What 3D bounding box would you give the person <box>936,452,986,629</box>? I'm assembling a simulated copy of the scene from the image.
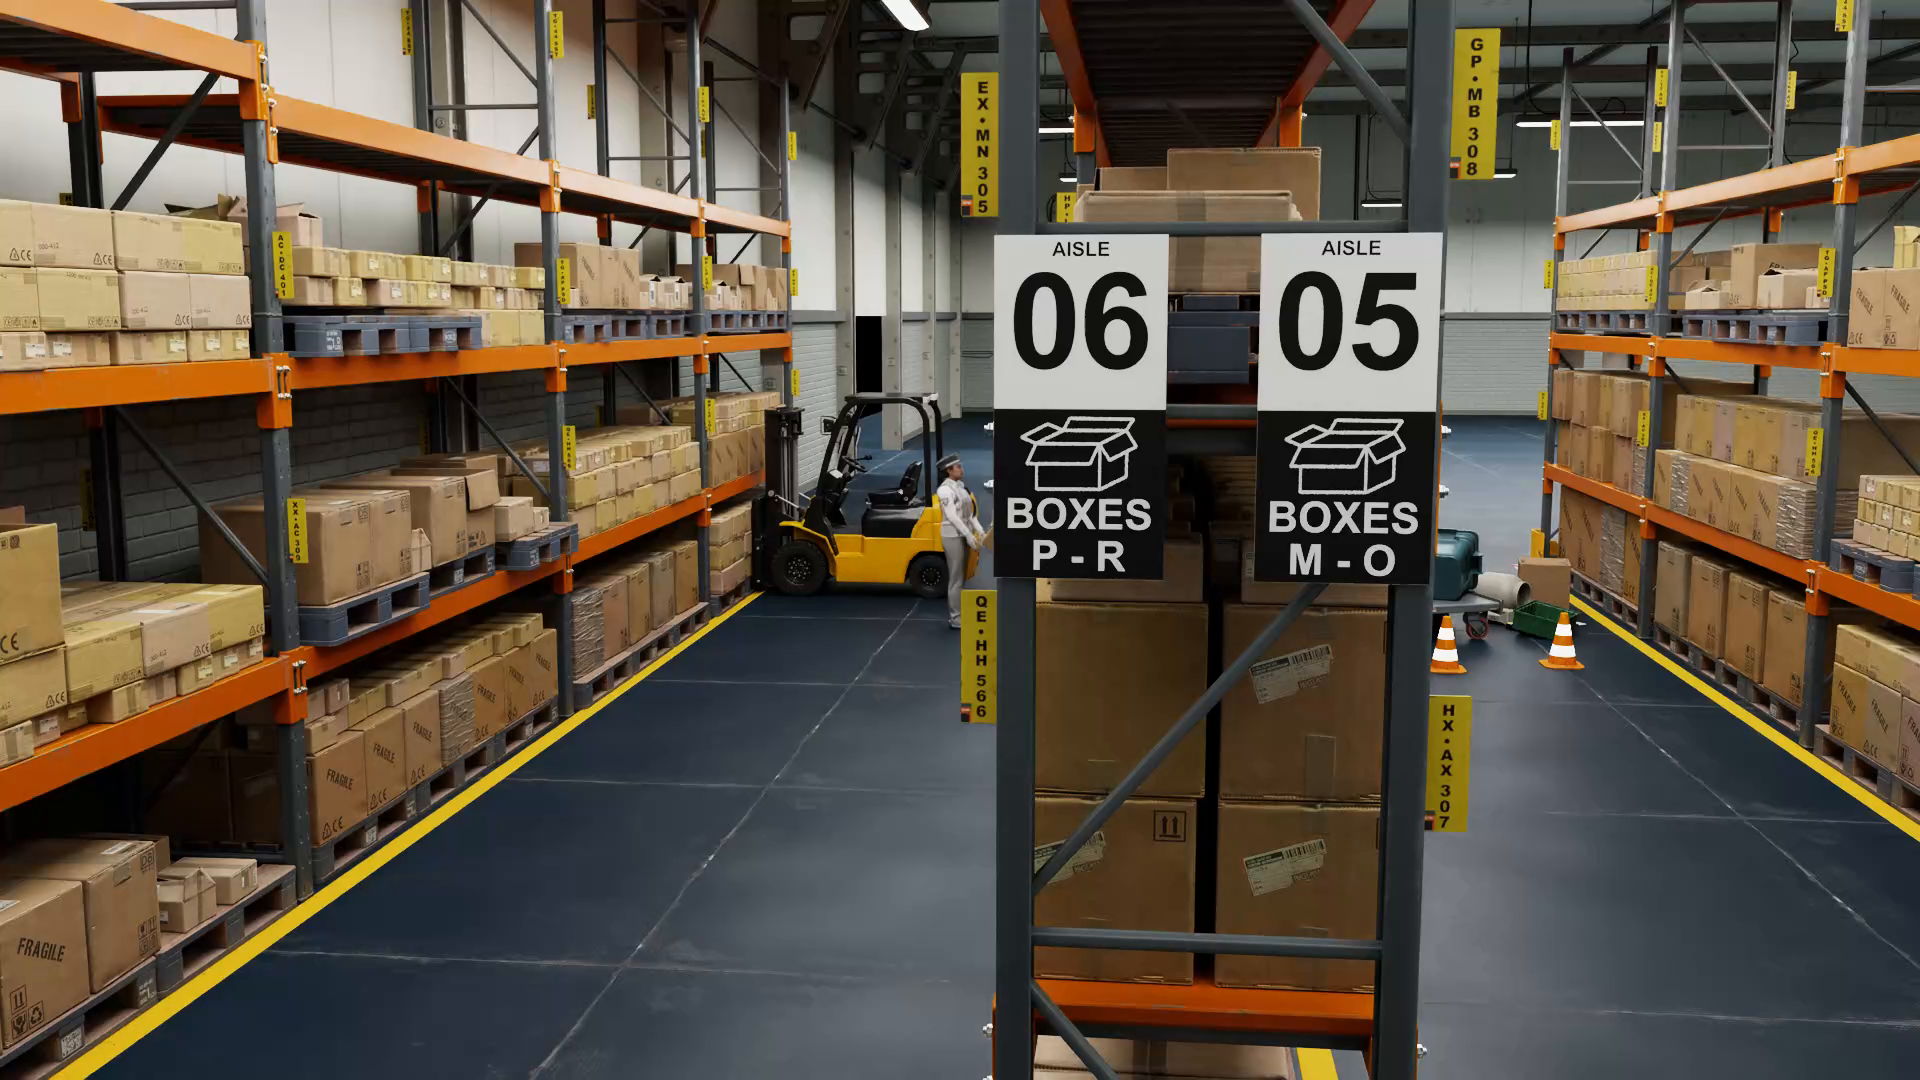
[{"bbox_3d":[0.016,-0.008,16.194,0.521,1.698,0.495,3,8,22],"label":"person"}]
